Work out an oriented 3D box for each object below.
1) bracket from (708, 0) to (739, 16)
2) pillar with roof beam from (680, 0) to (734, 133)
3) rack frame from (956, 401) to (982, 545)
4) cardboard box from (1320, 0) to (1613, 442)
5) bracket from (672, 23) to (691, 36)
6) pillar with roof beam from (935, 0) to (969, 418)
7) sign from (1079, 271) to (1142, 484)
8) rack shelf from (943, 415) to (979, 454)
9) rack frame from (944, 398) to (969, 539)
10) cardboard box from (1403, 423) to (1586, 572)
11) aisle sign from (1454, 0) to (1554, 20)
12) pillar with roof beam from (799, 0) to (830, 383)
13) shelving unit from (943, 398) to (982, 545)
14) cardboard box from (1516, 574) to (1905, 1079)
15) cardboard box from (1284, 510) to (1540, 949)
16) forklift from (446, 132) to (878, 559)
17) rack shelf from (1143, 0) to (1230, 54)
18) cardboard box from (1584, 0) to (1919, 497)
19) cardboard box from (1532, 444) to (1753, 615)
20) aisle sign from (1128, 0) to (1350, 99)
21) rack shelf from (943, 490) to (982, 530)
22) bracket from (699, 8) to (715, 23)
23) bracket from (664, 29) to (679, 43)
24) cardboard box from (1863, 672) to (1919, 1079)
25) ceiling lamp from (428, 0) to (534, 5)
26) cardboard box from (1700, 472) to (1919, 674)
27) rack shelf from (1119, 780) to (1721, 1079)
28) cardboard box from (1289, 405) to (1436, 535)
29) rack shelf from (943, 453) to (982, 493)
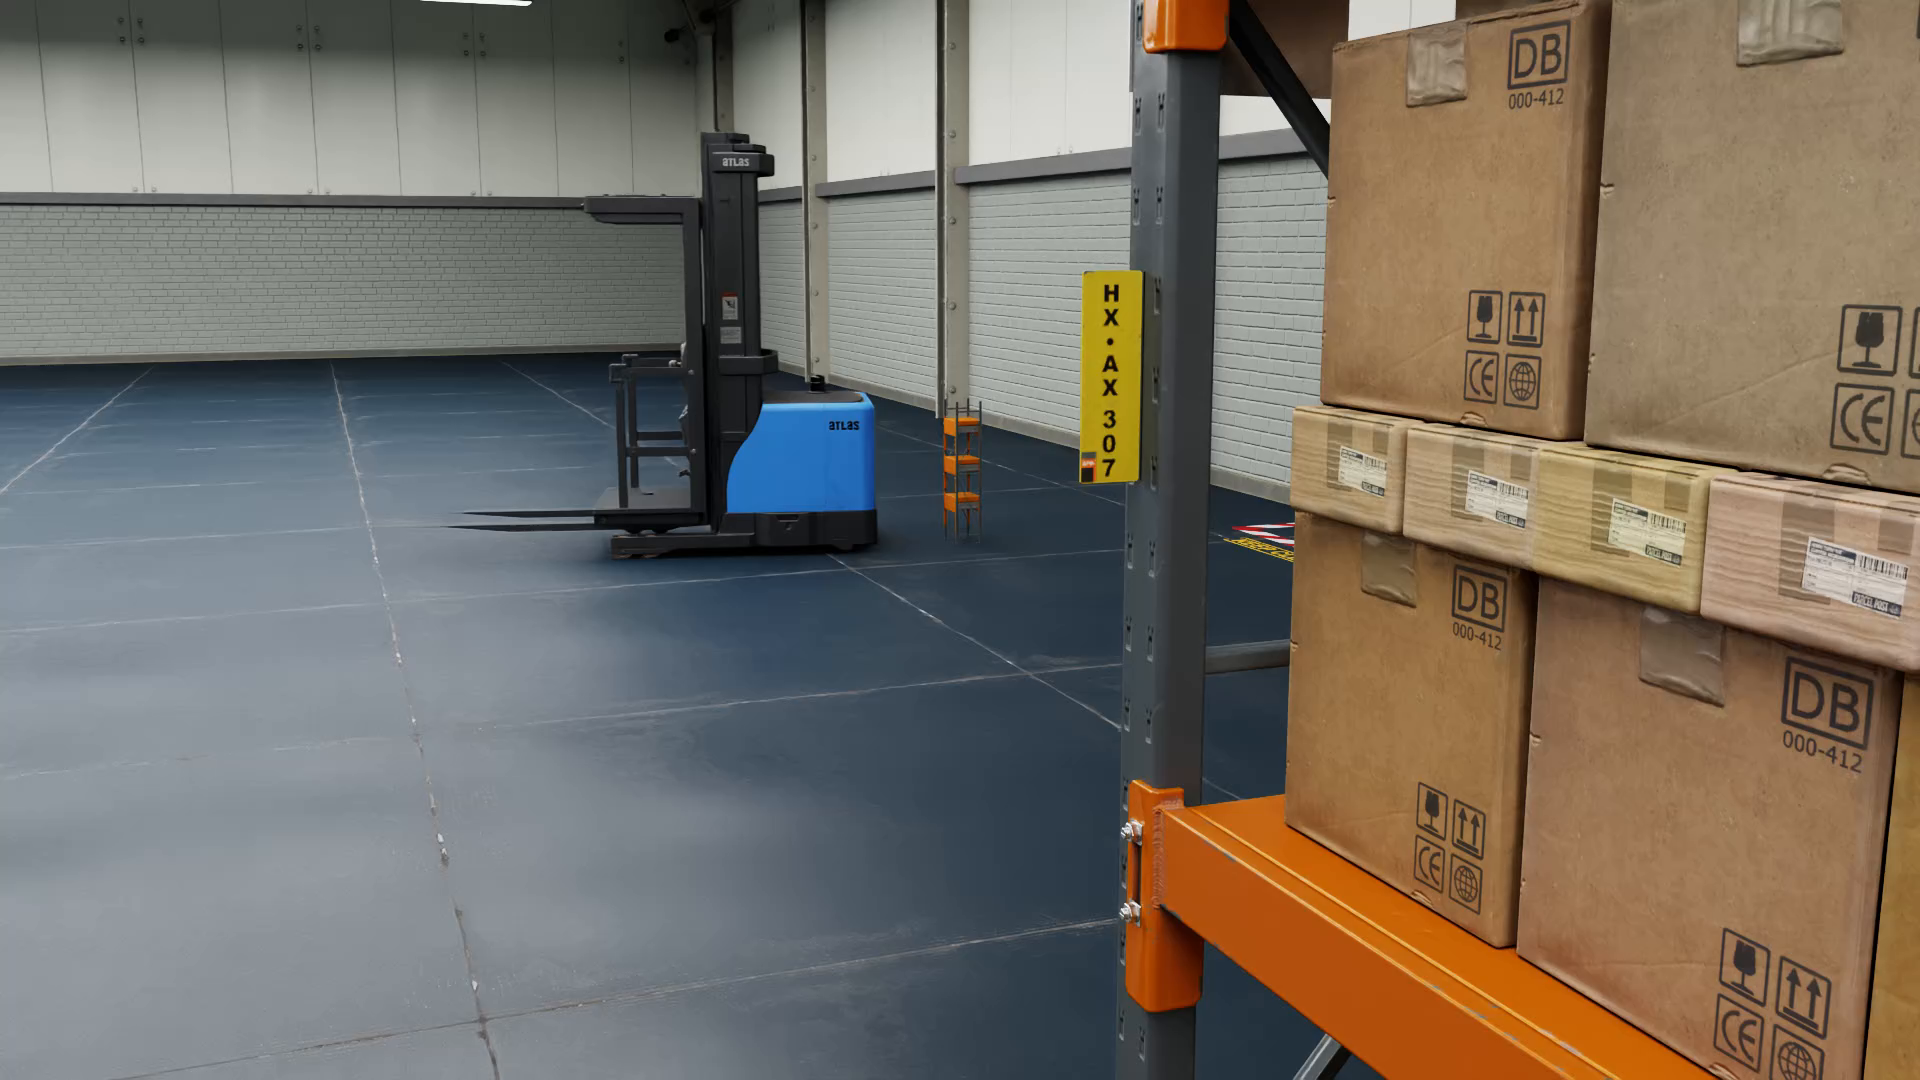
[{"bbox_3d":[-3.691,-9.187,28.094,0.076,0.066,4.783,-4,11,-21],"label":"bracket"},{"bbox_3d":[-8.456,-7.652,29.745,9.100,9.000,0.548,-4,11,-21],"label":"pillar with roof beam"},{"bbox_3d":[0.064,-0.488,12.167,0.200,1.050,0.008,-4,11,-21],"label":"rack frame"},{"bbox_3d":[0.928,-0.422,2.237,0.700,0.500,0.500,-4,11,-21],"label":"cardboard box"},{"bbox_3d":[-5.570,-10.033,32.853,0.076,0.066,3.189,-4,11,-21],"label":"bracket"},{"bbox_3d":[-4.108,-5.694,18.733,9.100,9.000,0.400,-4,11,-21],"label":"pillar with roof beam"},{"bbox_3d":[0.233,-0.250,2.565,0.100,0.325,0.005,-4,11,-21],"label":"sign"},{"bbox_3d":[0.019,-0.777,12.231,0.215,0.259,0.240,-4,11,-21],"label":"rack shelf"},{"bbox_3d":[-0.025,-0.528,12.391,0.200,1.050,0.008,-4,11,-21],"label":"rack frame"},{"bbox_3d":[0.792,-0.067,2.097,0.380,0.149,0.250,-4,11,-22],"label":"cardboard box"},{"bbox_3d":[1.002,-1.129,2.778,0.394,0.787,0.004,-4,11,-21],"label":"aisle sign"},{"bbox_3d":[-6.282,-6.673,24.239,9.100,9.000,0.400,-4,11,-21],"label":"pillar with roof beam"},{"bbox_3d":[0.019,-0.508,12.279,0.215,1.050,0.252,-4,11,-21],"label":"shelving unit"},{"bbox_3d":[1.104,0.294,1.919,0.700,0.500,0.500,-4,11,-19],"label":"cardboard box"},{"bbox_3d":[0.909,0.208,2.399,0.700,0.500,0.500,-4,11,-21],"label":"cardboard box"},{"bbox_3d":[-2.146,-1.408,11.965,3.031,2.935,1.130,-1,10,-6],"label":"forklift"},{"bbox_3d":[1.477,-0.616,0.805,1.077,0.370,4.000,-4,11,-21],"label":"rack shelf"},{"bbox_3d":[1.124,-0.336,1.756,0.700,0.500,0.500,-4,11,-22],"label":"cardboard box"},{"bbox_3d":[0.881,-0.027,1.867,0.380,0.149,0.250,-4,11,-21],"label":"cardboard box"},{"bbox_3d":[0.443,-1.091,2.564,0.394,0.787,0.004,-4,11,-21],"label":"aisle sign"},{"bbox_3d":[0.019,-0.224,12.330,0.215,0.259,0.240,-4,11,-21],"label":"rack shelf"},{"bbox_3d":[-4.624,-9.607,30.458,0.235,0.232,0.430,-4,11,-21],"label":"bracket"},{"bbox_3d":[-5.784,-10.130,33.395,0.235,0.232,0.430,-4,11,-21],"label":"bracket"},{"bbox_3d":[1.279,0.375,1.461,0.700,0.500,0.500,-4,11,-21],"label":"cardboard box"},{"bbox_3d":[-7.667,-9.854,25.454,2.000,3.185,0.800,-4,11,-21],"label":"ceiling lamp"},{"bbox_3d":[0.970,0.015,1.635,0.380,0.149,0.250,-4,11,-22],"label":"cardboard box"},{"bbox_3d":[1.477,0.861,1.068,1.077,0.370,4.000,-4,11,-21],"label":"rack shelf"},{"bbox_3d":[0.693,-0.110,2.338,0.380,0.149,0.250,-4,11,-21],"label":"cardboard box"},{"bbox_3d":[0.019,-0.498,12.281,0.215,0.259,0.240,-4,11,-21],"label":"rack shelf"}]
